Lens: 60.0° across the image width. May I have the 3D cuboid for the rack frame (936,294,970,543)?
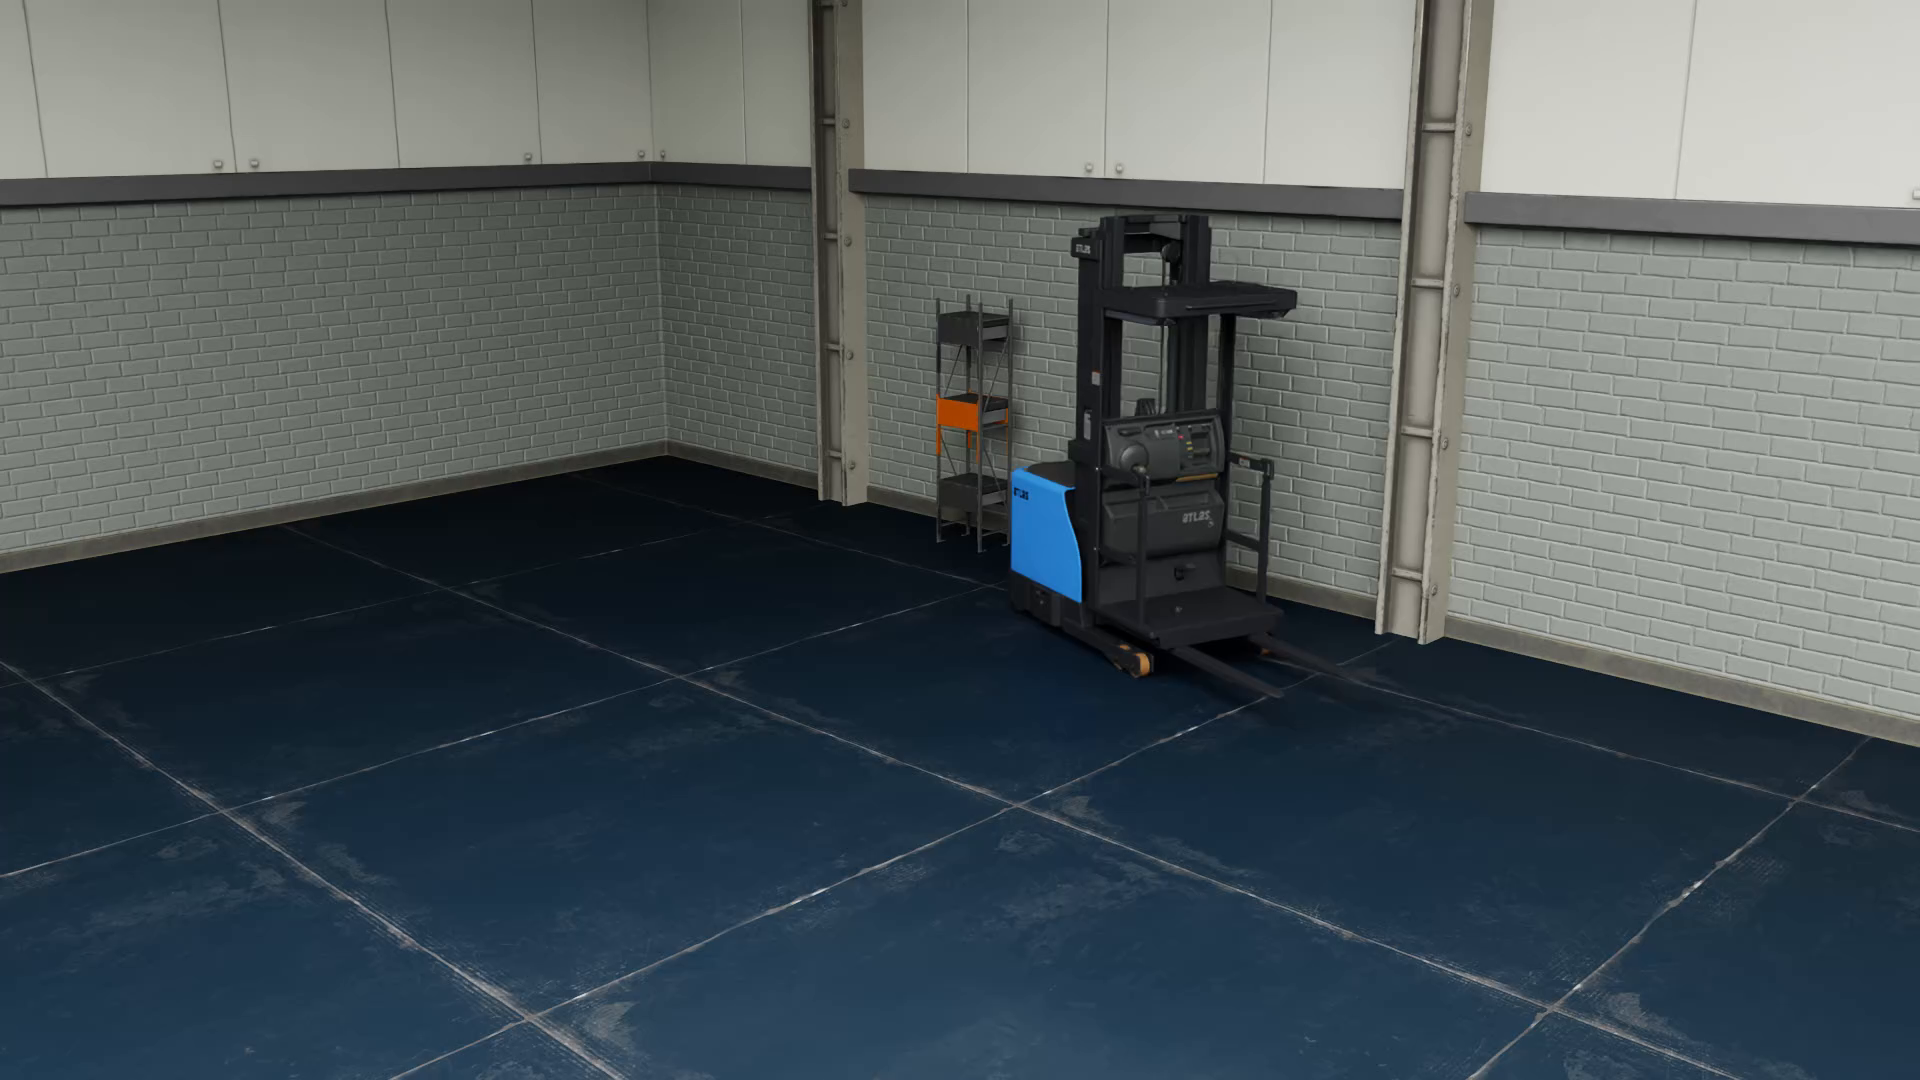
[{"bbox_3d":[-0.056,-1.030,14.220,0.015,2.100,0.400,14,20,42],"label":"rack frame"}]

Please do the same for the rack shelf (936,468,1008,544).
[{"bbox_3d":[0.119,-0.297,14.236,0.480,0.518,0.431,14,20,42],"label":"rack shelf"}]

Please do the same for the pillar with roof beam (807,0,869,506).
[{"bbox_3d":[-4.098,-3.953,11.756,0.400,9.000,9.100,14,20,42],"label":"pillar with roof beam"}]

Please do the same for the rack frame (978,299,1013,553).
[{"bbox_3d":[0.295,-0.944,13.892,0.015,2.100,0.400,14,20,42],"label":"rack frame"}]

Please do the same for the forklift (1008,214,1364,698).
[{"bbox_3d":[1.492,-0.640,11.073,1.130,2.935,3.031,-8,16,-27],"label":"forklift"}]

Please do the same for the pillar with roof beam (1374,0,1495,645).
[{"bbox_3d":[0.221,-2.903,7.726,0.400,9.000,9.100,14,20,42],"label":"pillar with roof beam"}]

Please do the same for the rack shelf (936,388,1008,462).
[{"bbox_3d":[0.119,-0.974,14.060,0.480,0.518,0.431,14,20,42],"label":"rack shelf"}]

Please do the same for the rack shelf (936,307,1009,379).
[{"bbox_3d":[0.119,-1.651,13.883,0.480,0.518,0.431,14,20,42],"label":"rack shelf"}]

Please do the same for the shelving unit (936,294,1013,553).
[{"bbox_3d":[0.119,-0.987,14.056,0.503,2.100,0.431,14,20,42],"label":"shelving unit"}]
